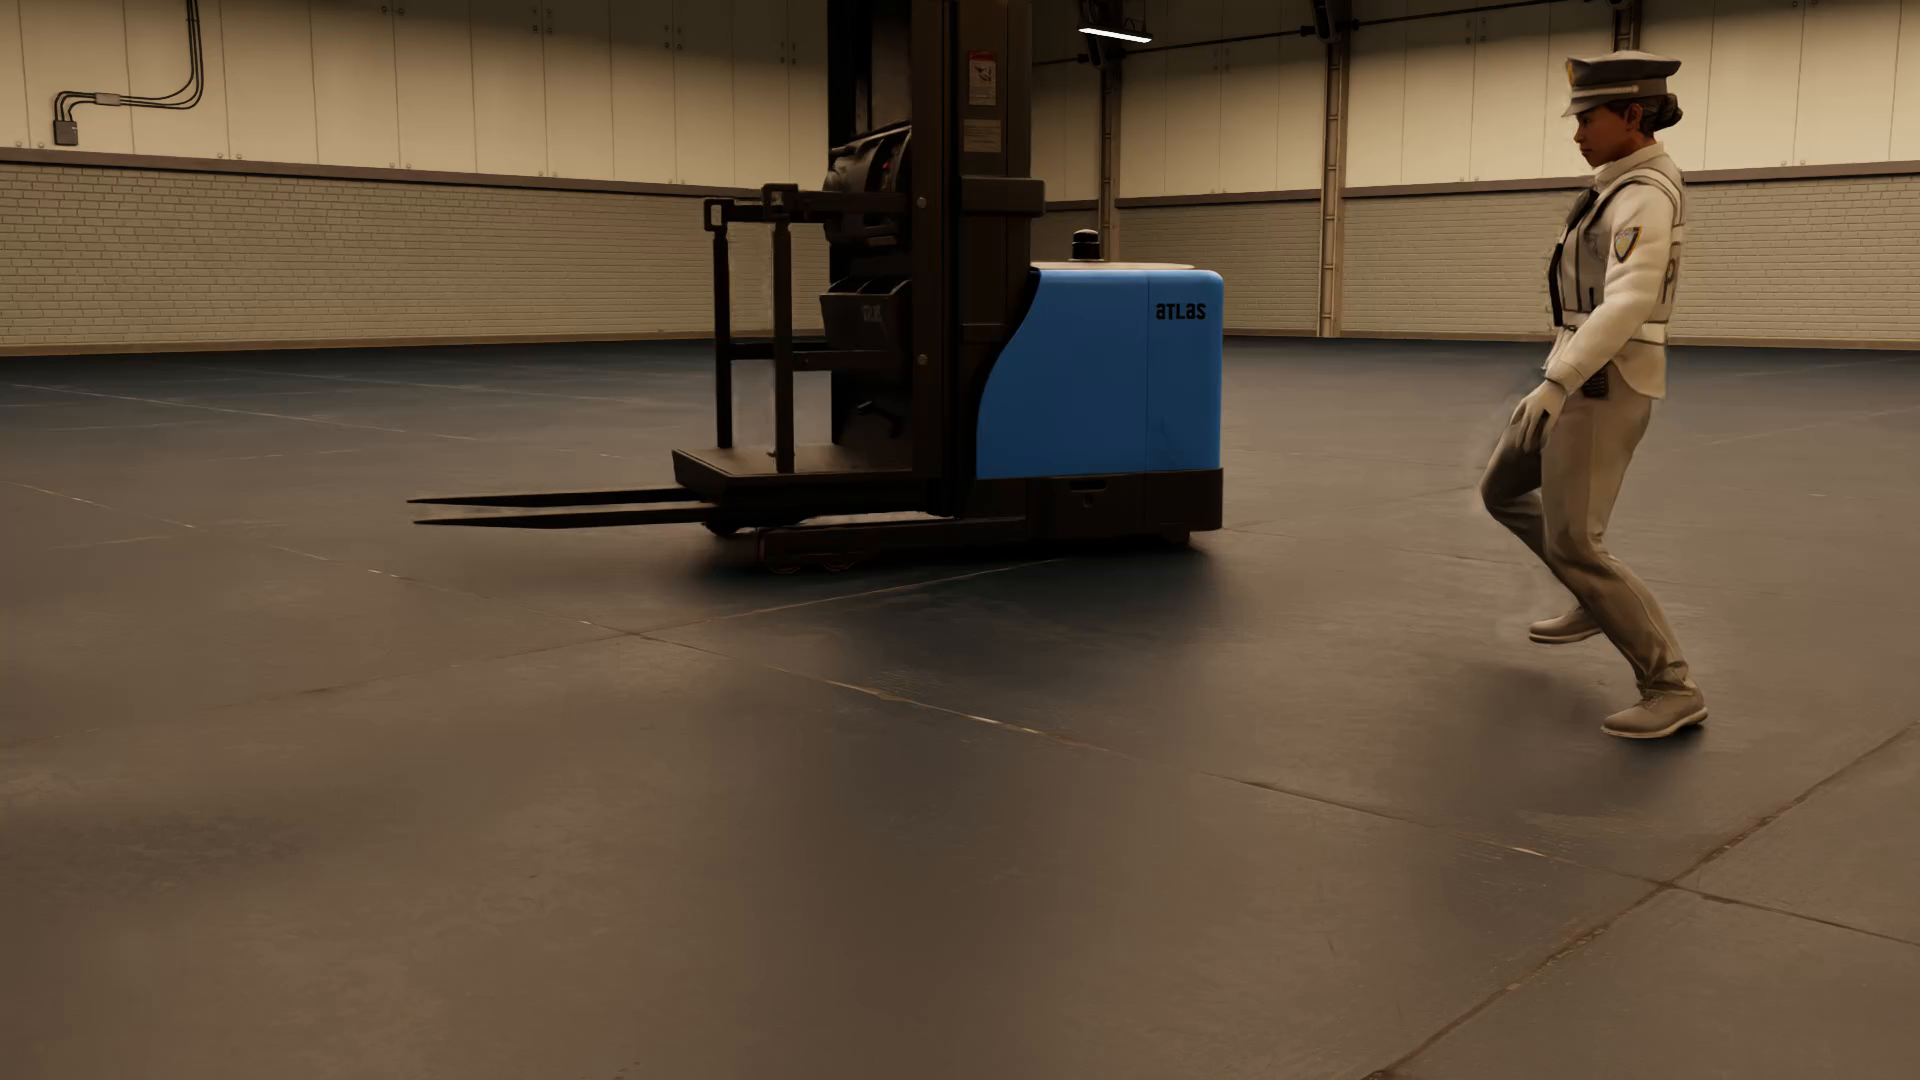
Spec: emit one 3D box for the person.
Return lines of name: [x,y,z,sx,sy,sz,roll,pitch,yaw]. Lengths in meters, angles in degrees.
person: [1.545,-0.371,4.032,0.571,1.565,0.855,4,9,22]

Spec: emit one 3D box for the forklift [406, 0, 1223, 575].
forklift: [-0.542,-1.414,6.263,3.031,2.935,1.130,-3,9,-20]
